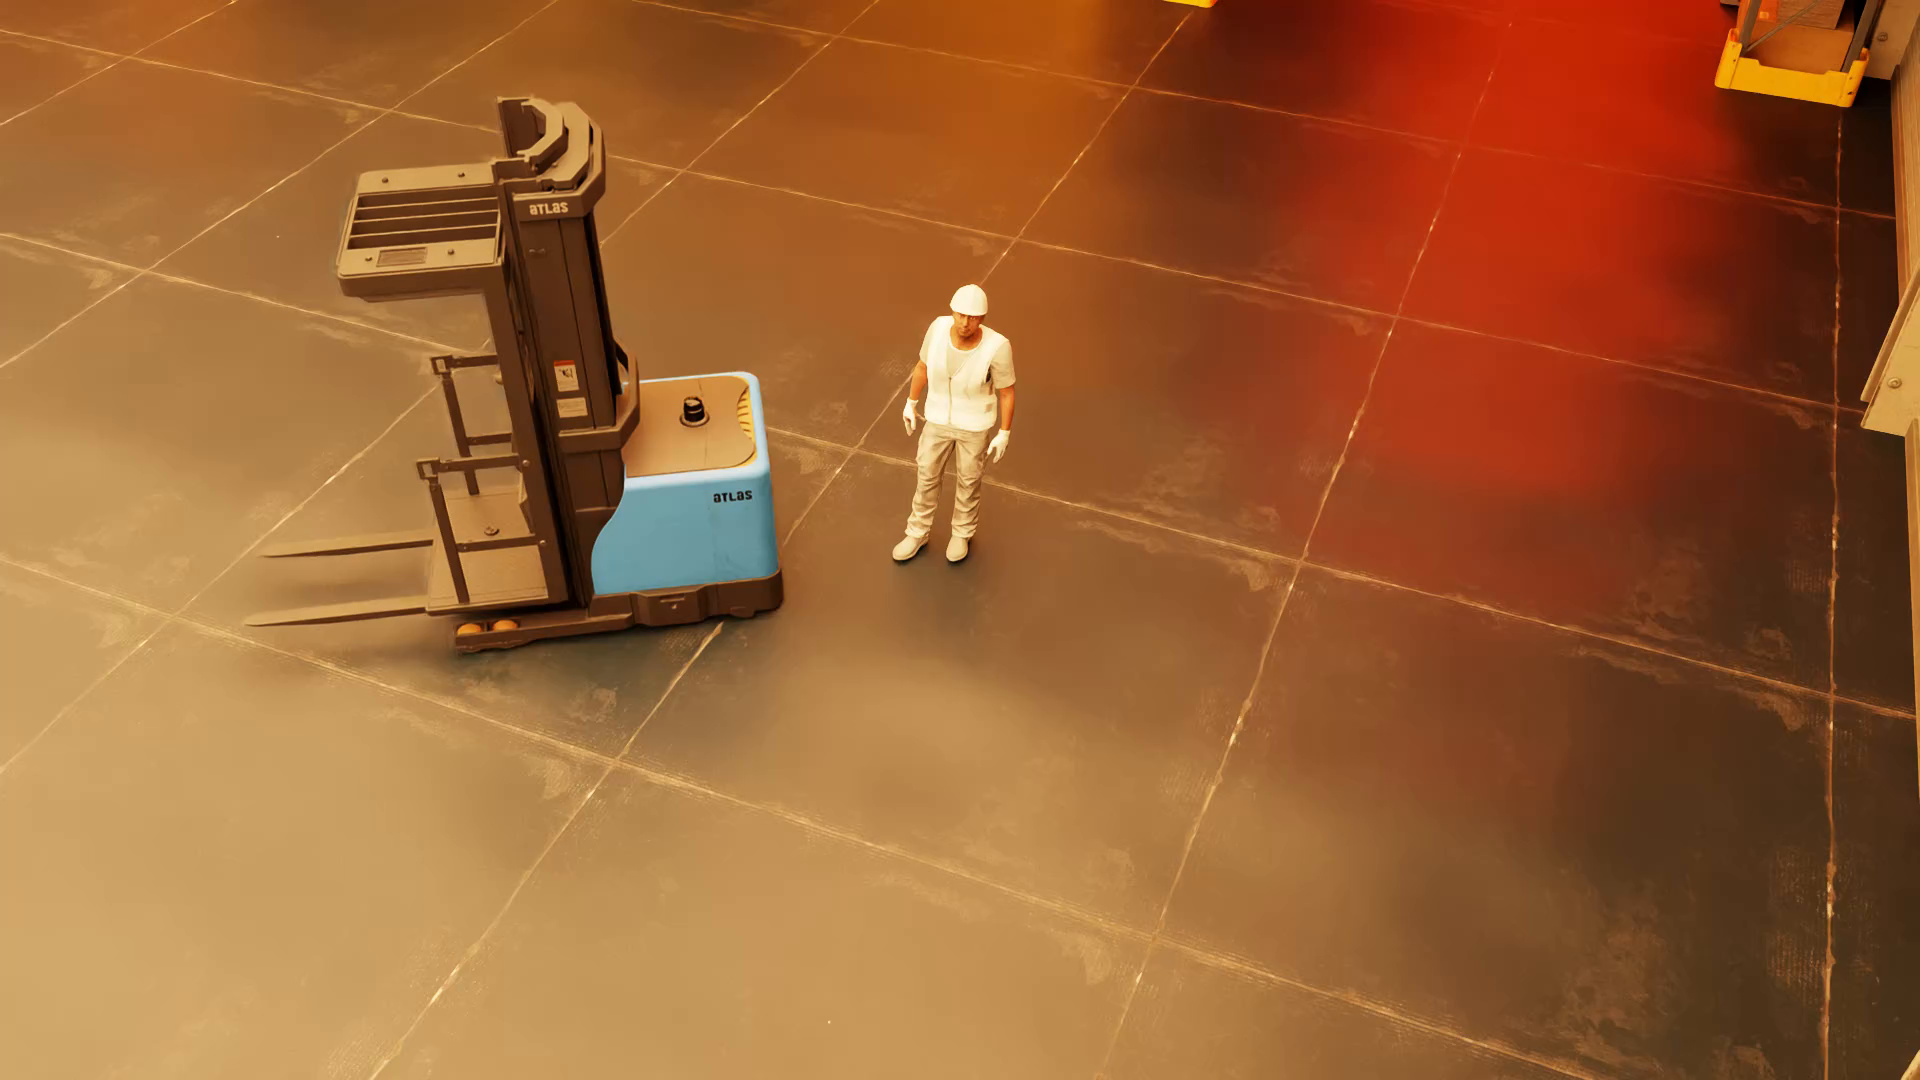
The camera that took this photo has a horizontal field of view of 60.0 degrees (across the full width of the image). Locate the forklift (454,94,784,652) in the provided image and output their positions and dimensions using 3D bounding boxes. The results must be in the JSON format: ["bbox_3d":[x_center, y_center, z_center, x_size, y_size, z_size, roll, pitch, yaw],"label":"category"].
[{"bbox_3d":[-2.598,-0.847,9.018,3.031,2.935,1.130,-6,40,-7],"label":"forklift"}]

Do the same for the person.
[{"bbox_3d":[-0.036,-0.635,9.676,0.656,1.745,0.577,15,42,17],"label":"person"}]
